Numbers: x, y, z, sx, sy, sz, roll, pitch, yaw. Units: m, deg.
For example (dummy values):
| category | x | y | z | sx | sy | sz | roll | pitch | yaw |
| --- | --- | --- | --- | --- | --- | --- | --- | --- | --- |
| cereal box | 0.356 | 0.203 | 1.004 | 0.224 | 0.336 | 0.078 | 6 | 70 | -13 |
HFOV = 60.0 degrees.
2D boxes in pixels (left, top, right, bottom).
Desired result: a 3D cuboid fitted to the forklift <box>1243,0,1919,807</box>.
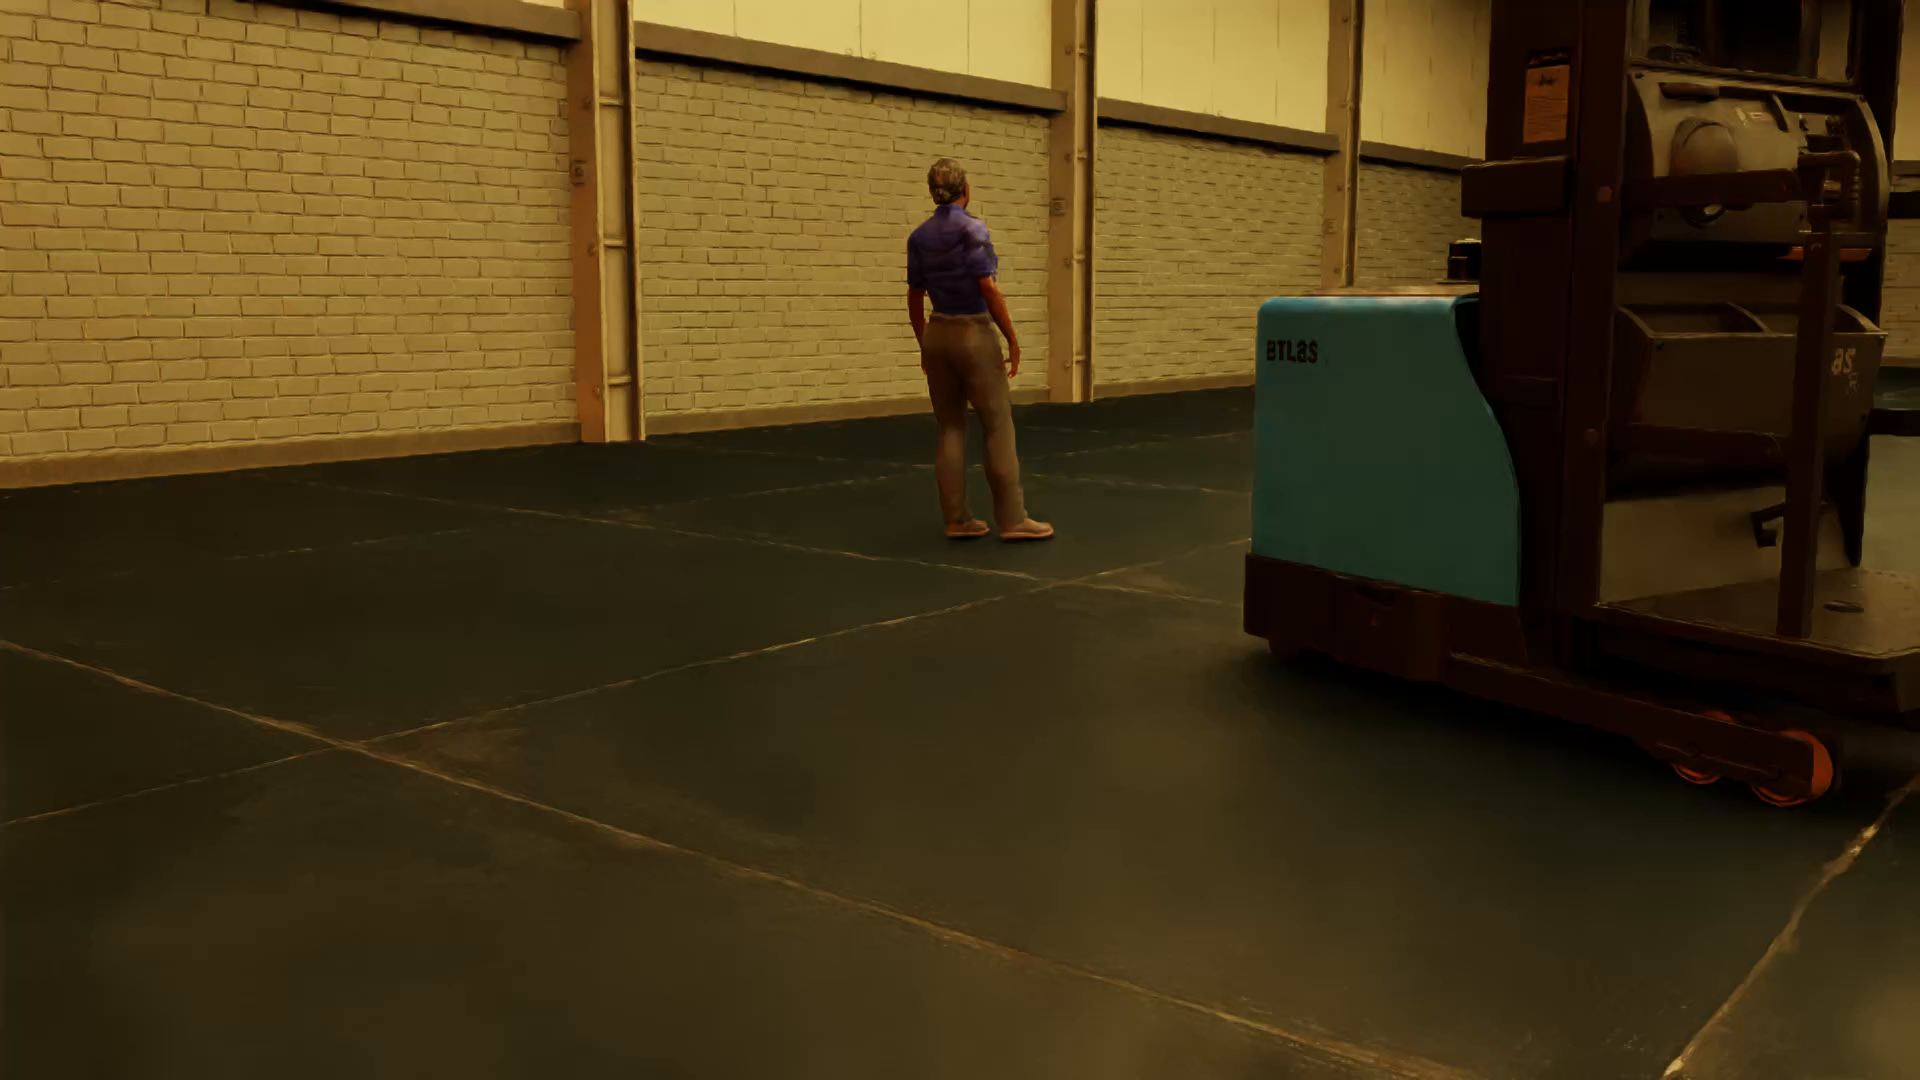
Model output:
| category | x | y | z | sx | sy | sz | roll | pitch | yaw |
| --- | --- | --- | --- | --- | --- | --- | --- | --- | --- |
| forklift | 2.050 | -0.959 | 3.839 | 1.130 | 2.935 | 3.031 | -5 | 10 | -31 |

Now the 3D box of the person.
| category | x | y | z | sx | sy | sz | roll | pitch | yaw |
| --- | --- | --- | --- | --- | --- | --- | --- | --- | --- |
| person | 0.070 | -0.834 | 7.340 | 0.570 | 1.654 | 0.503 | 7 | 11 | 38 |
